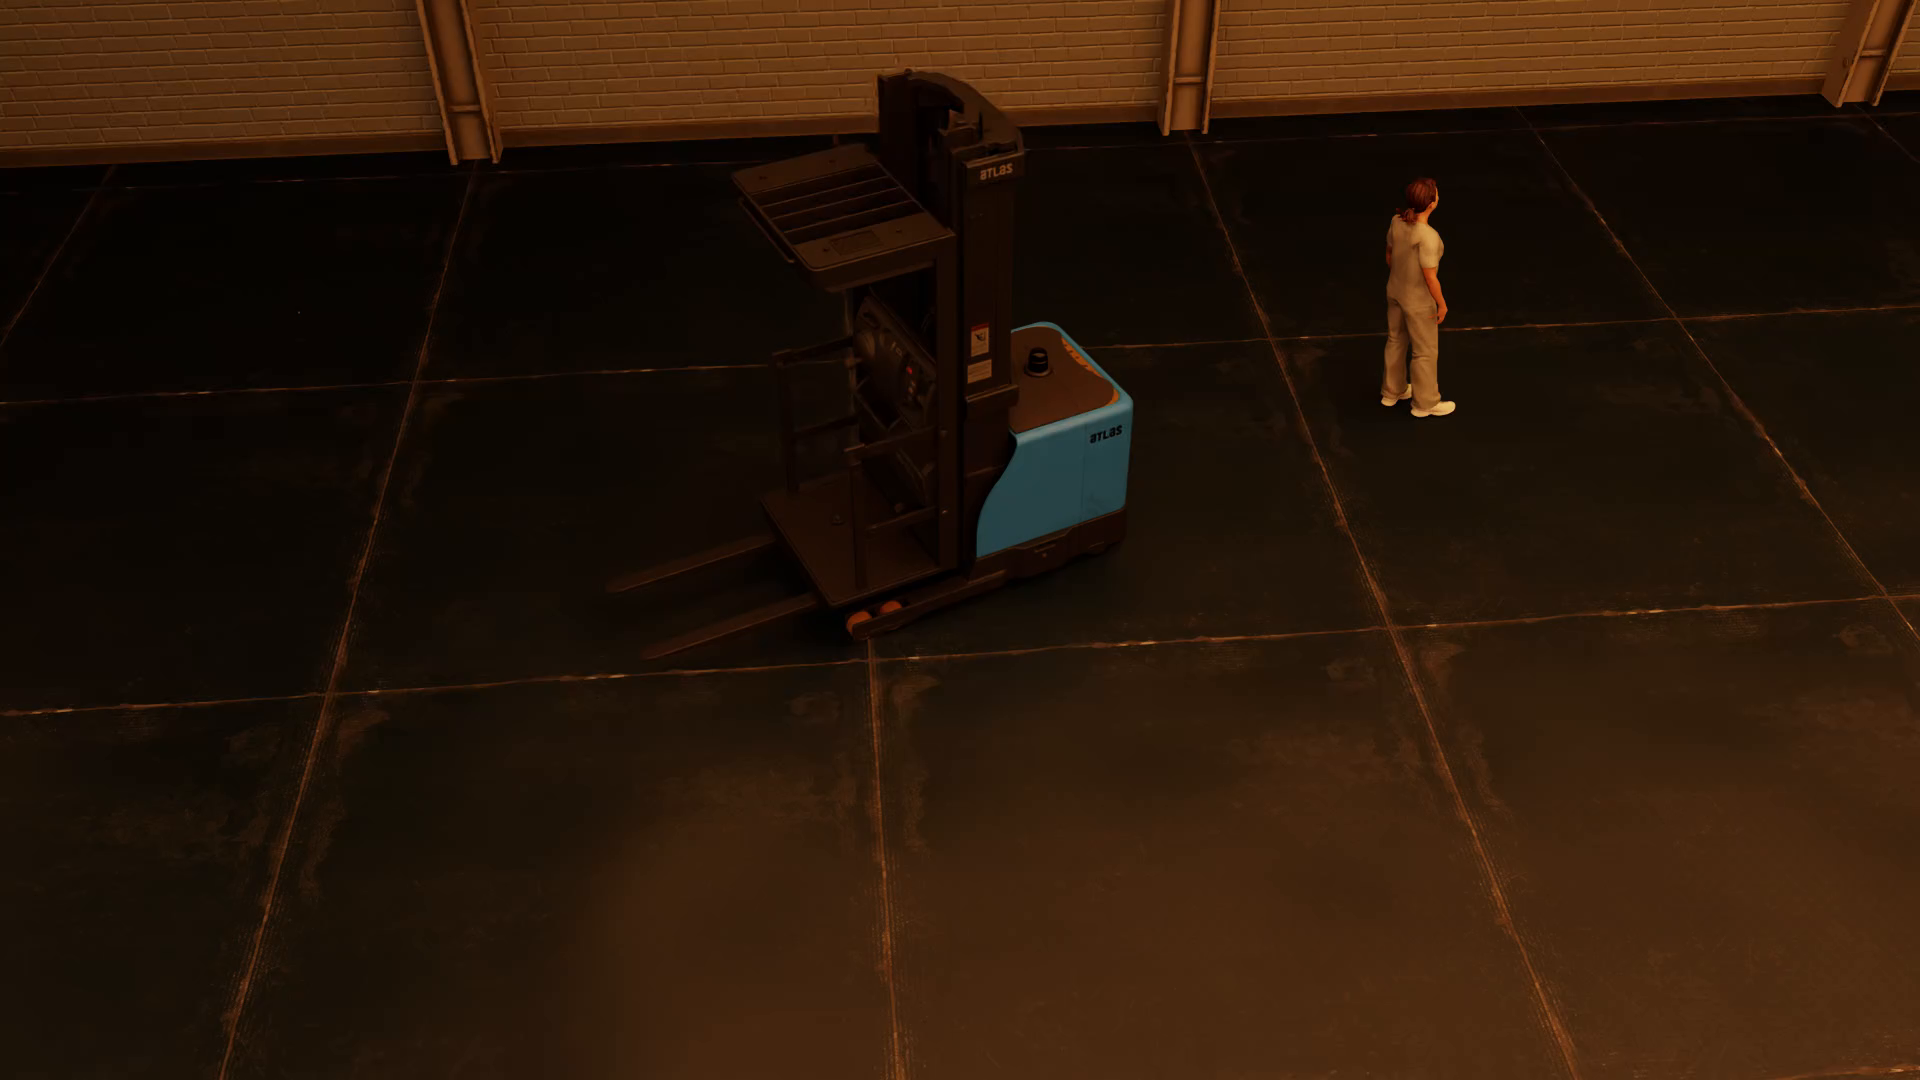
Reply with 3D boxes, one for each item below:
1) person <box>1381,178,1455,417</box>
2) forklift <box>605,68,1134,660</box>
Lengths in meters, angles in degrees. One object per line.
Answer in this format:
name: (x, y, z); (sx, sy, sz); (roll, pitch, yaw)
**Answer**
person: (2.982, -1.583, 10.744); (0.548, 1.673, 0.550); (-17, 43, -18)
forklift: (-0.541, -0.933, 9.029); (3.031, 2.935, 1.130); (-18, 44, -20)
